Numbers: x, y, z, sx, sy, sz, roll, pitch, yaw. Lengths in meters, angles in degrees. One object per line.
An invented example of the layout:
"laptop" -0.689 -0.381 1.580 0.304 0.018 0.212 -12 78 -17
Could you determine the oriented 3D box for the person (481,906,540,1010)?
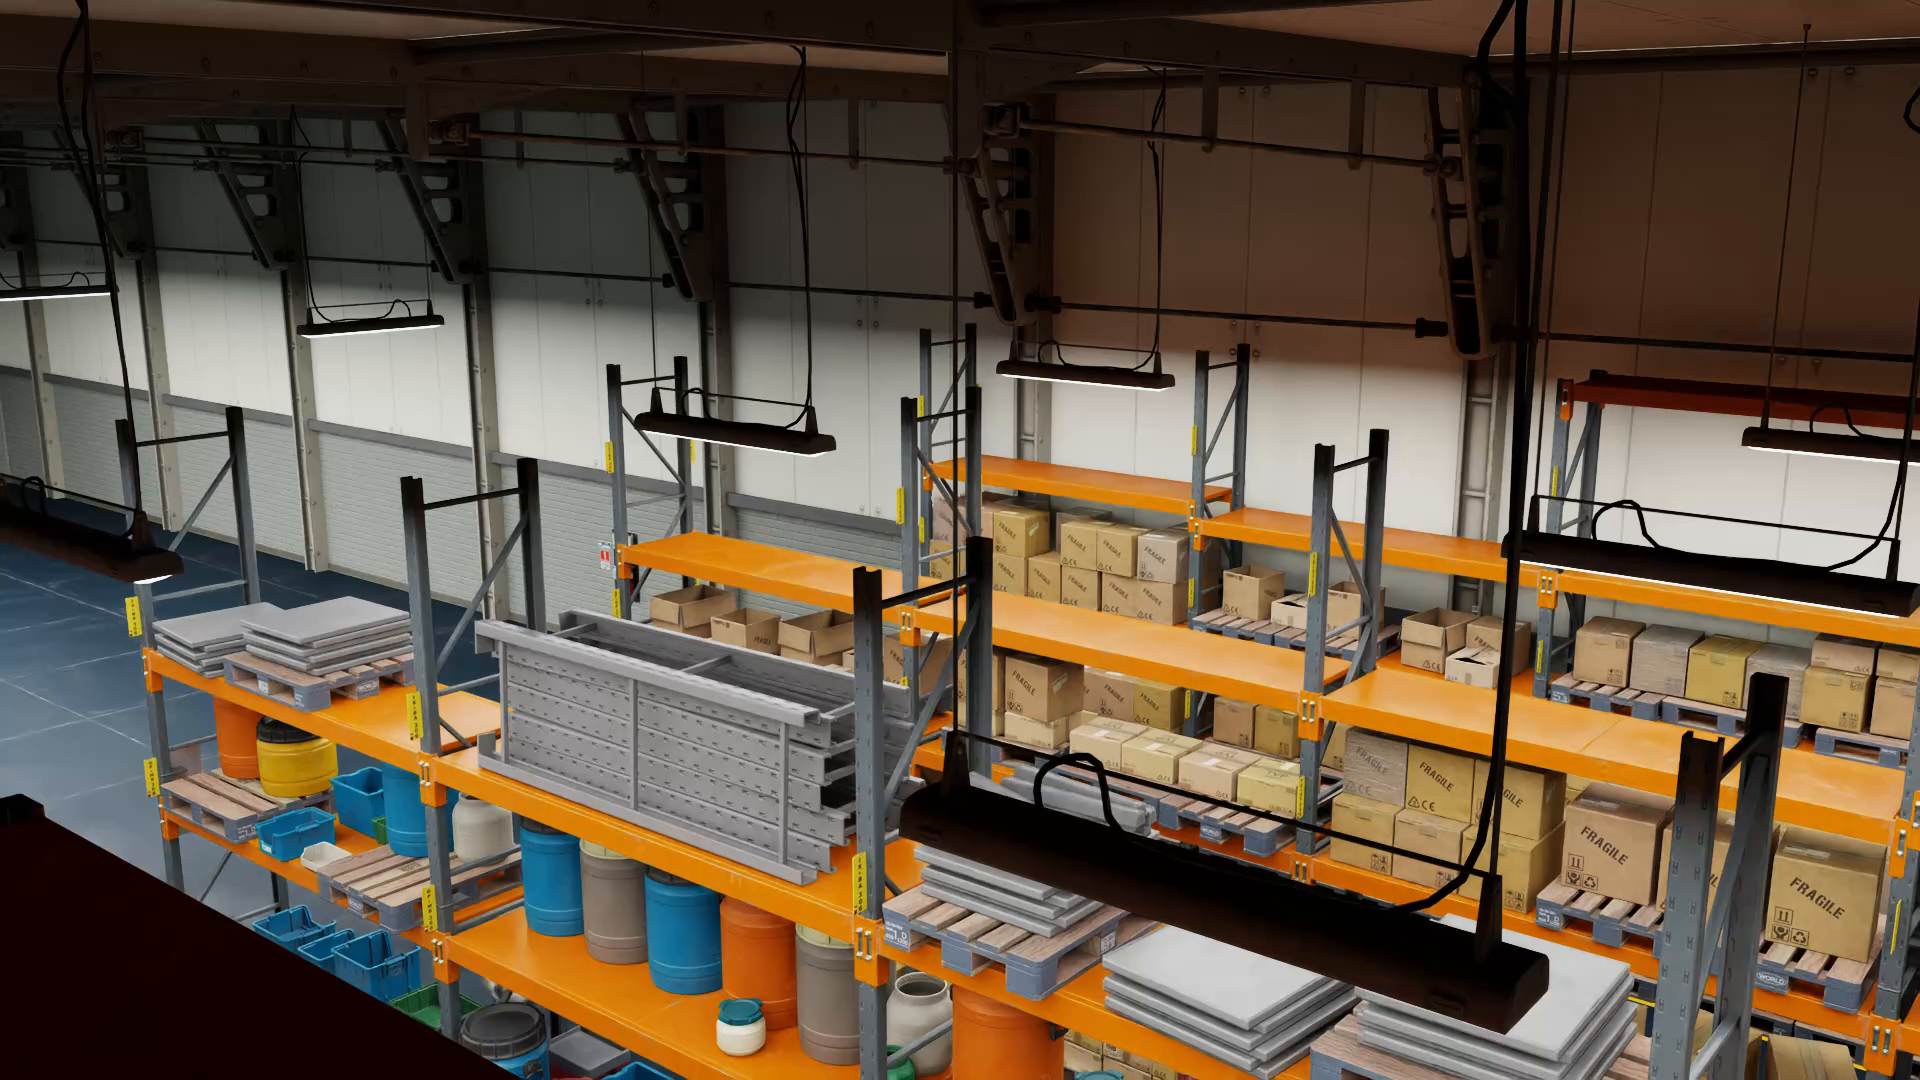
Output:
"person" -3.942 4.024 14.803 0.675 1.606 0.680 -11 16 -39
